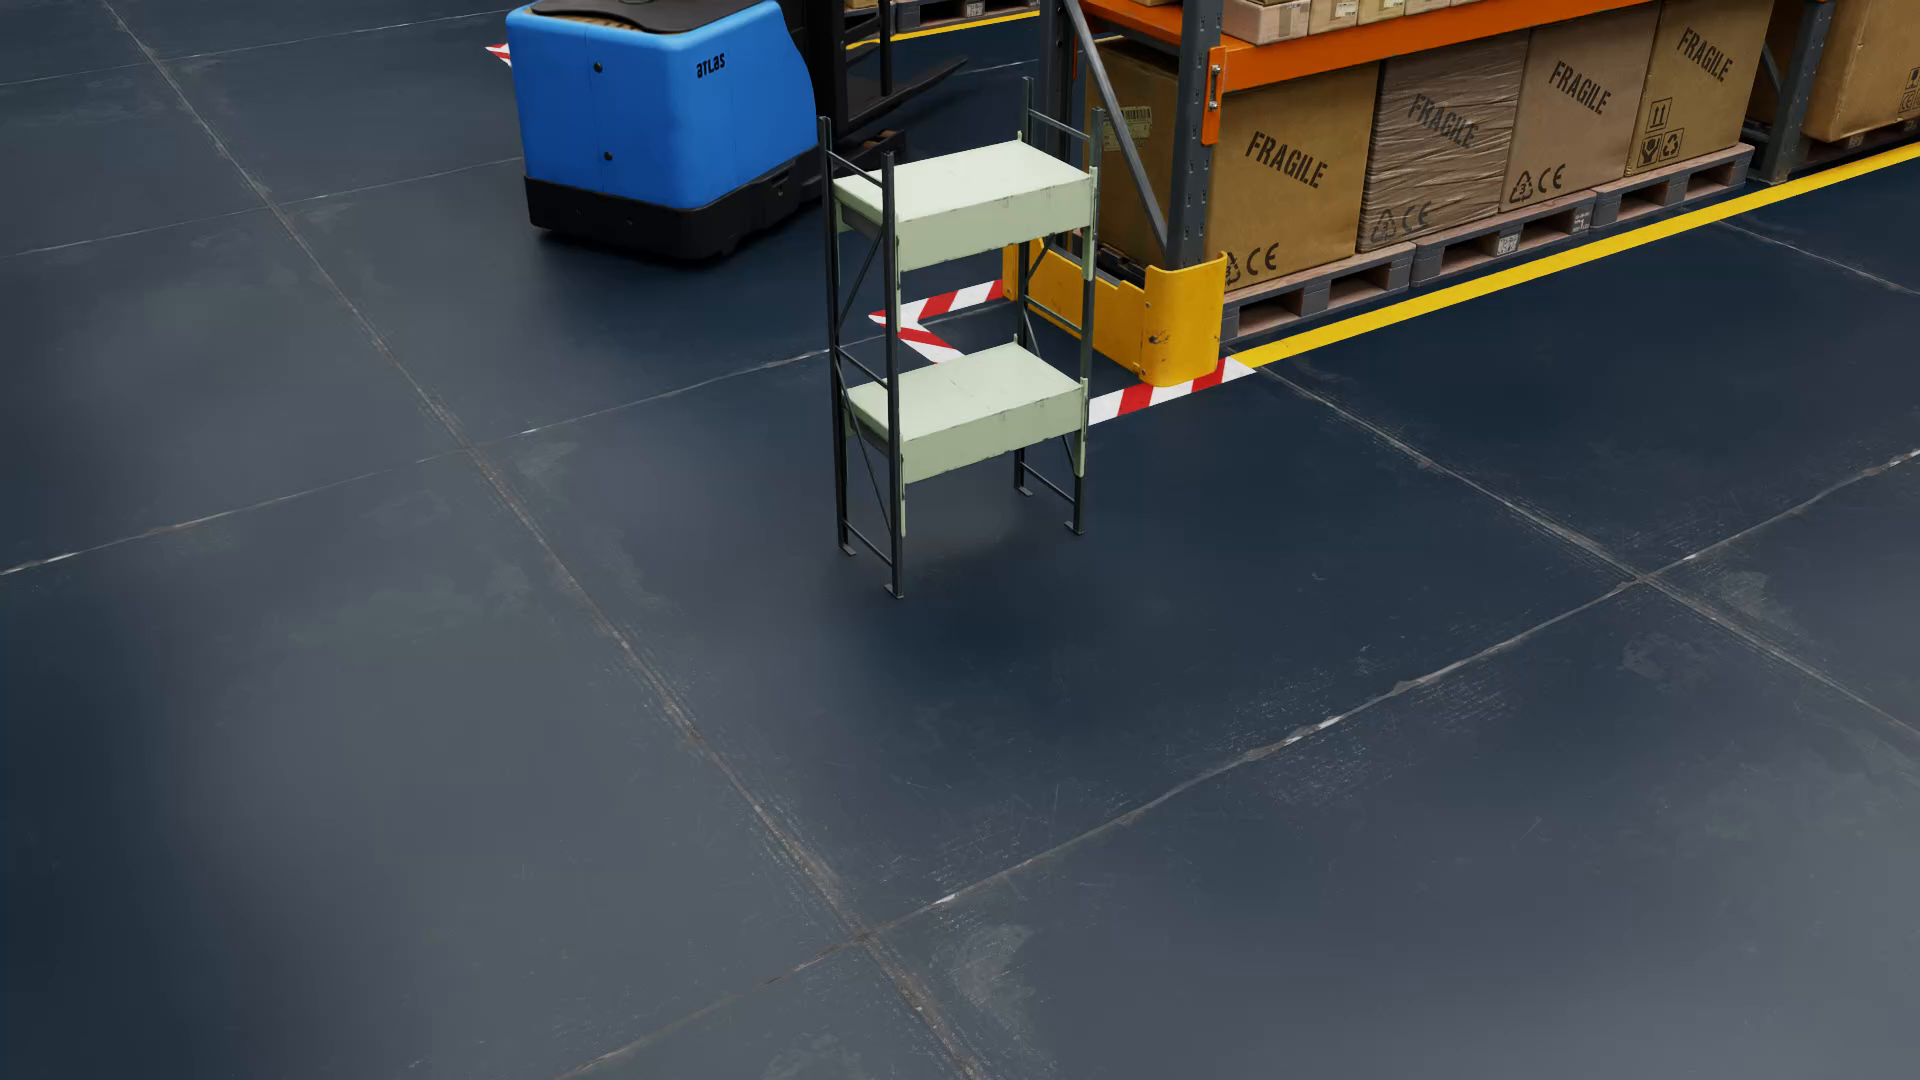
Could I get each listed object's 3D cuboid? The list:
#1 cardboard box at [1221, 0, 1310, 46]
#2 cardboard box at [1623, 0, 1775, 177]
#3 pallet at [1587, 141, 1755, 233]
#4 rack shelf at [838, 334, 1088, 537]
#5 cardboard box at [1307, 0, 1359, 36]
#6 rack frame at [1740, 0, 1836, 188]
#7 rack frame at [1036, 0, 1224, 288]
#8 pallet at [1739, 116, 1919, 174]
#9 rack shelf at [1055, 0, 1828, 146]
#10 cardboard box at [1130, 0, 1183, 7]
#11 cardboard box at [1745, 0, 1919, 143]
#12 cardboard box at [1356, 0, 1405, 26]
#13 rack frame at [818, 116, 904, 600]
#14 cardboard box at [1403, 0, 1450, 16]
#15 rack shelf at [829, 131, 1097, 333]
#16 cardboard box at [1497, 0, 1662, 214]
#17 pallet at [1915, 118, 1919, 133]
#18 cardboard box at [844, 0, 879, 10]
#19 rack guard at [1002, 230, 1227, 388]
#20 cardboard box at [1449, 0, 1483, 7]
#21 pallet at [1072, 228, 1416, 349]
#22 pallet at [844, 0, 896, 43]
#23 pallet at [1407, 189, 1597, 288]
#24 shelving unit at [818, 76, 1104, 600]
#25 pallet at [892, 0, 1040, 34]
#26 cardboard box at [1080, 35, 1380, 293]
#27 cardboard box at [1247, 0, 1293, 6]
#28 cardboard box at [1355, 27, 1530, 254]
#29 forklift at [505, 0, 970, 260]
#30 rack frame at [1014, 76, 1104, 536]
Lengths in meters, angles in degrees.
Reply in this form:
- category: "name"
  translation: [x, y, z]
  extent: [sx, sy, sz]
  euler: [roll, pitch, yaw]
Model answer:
- category: "cardboard box"
  translation: [1.124, -2.039, 6.406]
  extent: [0.250, 0.149, 0.380]
  euler: [-19, 37, -27]
- category: "cardboard box"
  translation: [3.411, -2.471, 8.453]
  extent: [0.875, 0.875, 0.875]
  euler: [-19, 37, -27]
- category: "pallet"
  translation: [3.328, -1.982, 8.695]
  extent: [1.213, 0.211, 1.003]
  euler: [-19, 37, -27]
- category: "rack shelf"
  translation: [0.006, -0.361, 5.527]
  extent: [0.720, 0.370, 0.431]
  euler: [-19, 37, -27]
- category: "cardboard box"
  translation: [1.339, -2.113, 6.524]
  extent: [0.250, 0.149, 0.380]
  euler: [-20, 37, -28]
- category: "rack frame"
  translation: [4.009, -3.347, 8.244]
  extent: [0.127, 3.000, 1.000]
  euler: [-19, 37, -27]
- category: "rack frame"
  translation: [0.647, -2.190, 6.411]
  extent: [0.127, 3.000, 1.000]
  euler: [-19, 37, -27]
- category: "pallet"
  translation: [4.617, -2.424, 9.395]
  extent: [1.213, 0.211, 1.003]
  euler: [-19, 37, -27]
- category: "rack shelf"
  translation: [2.328, -2.464, 7.519]
  extent: [4.000, 0.370, 1.077]
  euler: [-19, 37, -27]
- category: "cardboard box"
  translation: [0.768, -2.335, 6.875]
  extent: [0.250, 0.149, 0.380]
  euler: [-18, 37, -26]
- category: "cardboard box"
  translation: [4.536, -2.820, 9.006]
  extent: [0.875, 0.875, 1.225]
  euler: [-19, 37, -27]
- category: "cardboard box"
  translation: [1.554, -2.188, 6.642]
  extent: [0.250, 0.149, 0.380]
  euler: [-20, 37, -28]
- category: "rack frame"
  translation: [-0.302, -0.530, 5.185]
  extent: [0.023, 1.500, 0.400]
  euler: [-19, 37, -27]
- category: "cardboard box"
  translation: [1.773, -2.264, 6.762]
  extent: [0.250, 0.149, 0.380]
  euler: [-20, 37, -28]
- category: "rack shelf"
  translation: [0.006, -0.966, 5.145]
  extent: [0.720, 0.370, 0.431]
  euler: [-19, 37, -27]
- category: "cardboard box"
  translation: [2.655, -2.210, 8.041]
  extent: [0.875, 0.875, 0.875]
  euler: [-19, 37, -27]
- category: "pallet"
  translation: [5.643, -2.779, 9.957]
  extent: [1.213, 0.211, 1.003]
  euler: [-19, 37, -27]
- category: "cardboard box"
  translation: [-0.687, -3.635, 10.980]
  extent: [0.250, 0.149, 0.380]
  euler: [-18, 37, -27]
- category: "rack guard"
  translation: [0.627, -1.126, 7.067]
  extent: [0.348, 0.500, 1.175]
  euler: [-19, 37, -27]
- category: "cardboard box"
  translation: [1.987, -2.337, 6.878]
  extent: [0.250, 0.149, 0.380]
  euler: [-20, 37, -28]
- category: "pallet"
  translation: [1.277, -1.277, 7.577]
  extent: [1.213, 0.211, 1.003]
  euler: [-19, 37, -27]
- category: "pallet"
  translation: [-1.189, -3.505, 11.109]
  extent: [1.213, 0.211, 1.003]
  euler: [-19, 37, -27]
- category: "pallet"
  translation: [2.301, -1.628, 8.132]
  extent: [1.213, 0.211, 1.003]
  euler: [-19, 37, -27]
- category: "shelving unit"
  translation: [0.006, -0.636, 5.353]
  extent: [0.755, 1.500, 0.431]
  euler: [-19, 37, -27]
- category: "pallet"
  translation: [-0.165, -3.856, 11.665]
  extent: [1.213, 0.211, 1.003]
  euler: [-19, 37, -27]
- category: "cardboard box"
  translation: [1.142, -1.690, 7.216]
  extent: [0.875, 0.875, 0.875]
  euler: [-19, 37, -27]
- category: "cardboard box"
  translation: [1.197, -2.270, 6.399]
  extent: [0.500, 0.250, 0.500]
  euler: [-20, 37, -28]
- category: "cardboard box"
  translation: [1.907, -1.953, 7.633]
  extent: [0.875, 0.875, 0.875]
  euler: [-19, 37, -27]
- category: "forklift"
  translation: [-0.948, -3.294, 8.224]
  extent: [1.130, 2.935, 3.031]
  euler: [16, 36, 23]
- category: "rack frame"
  translation: [0.313, -0.742, 5.521]
  extent: [0.023, 1.500, 0.400]
  euler: [-19, 37, -27]
